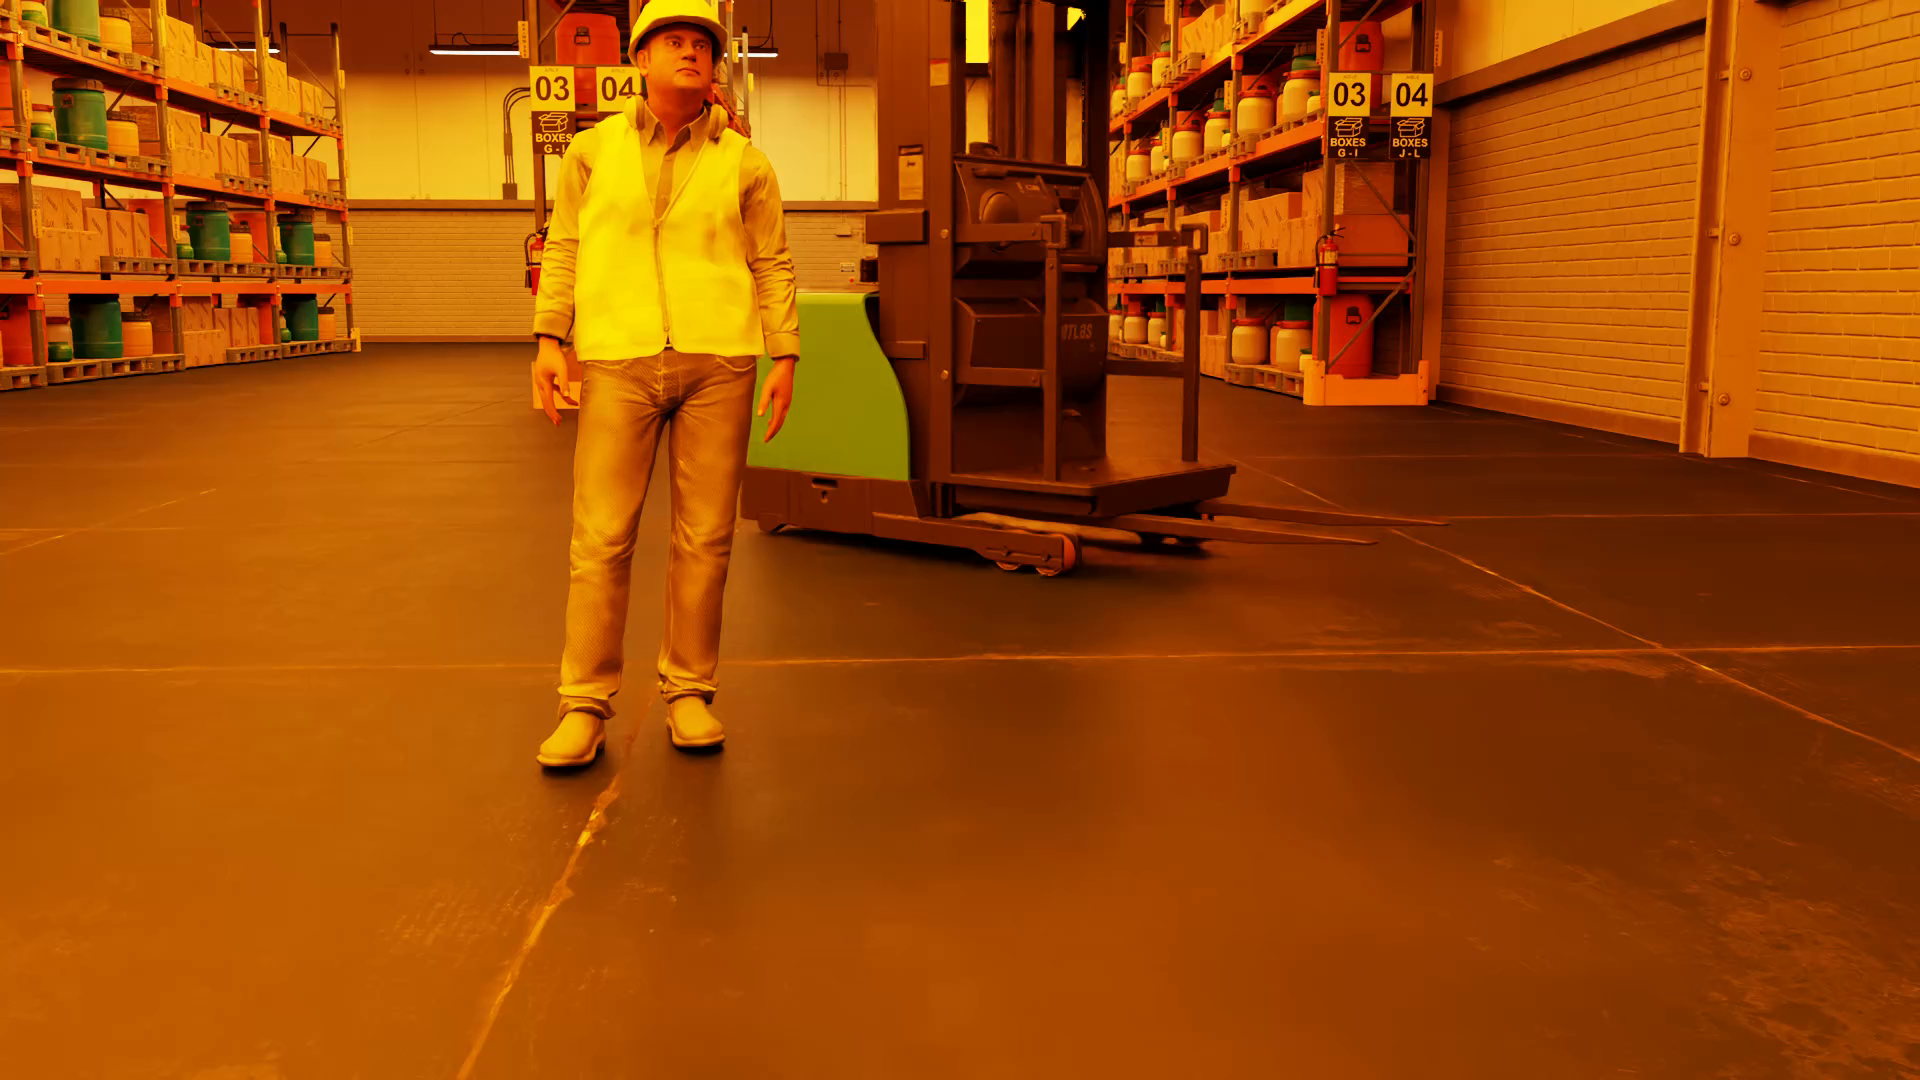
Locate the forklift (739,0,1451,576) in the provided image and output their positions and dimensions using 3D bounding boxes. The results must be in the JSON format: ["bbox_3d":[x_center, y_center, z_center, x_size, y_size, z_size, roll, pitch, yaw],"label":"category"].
[{"bbox_3d":[0.462,-1.398,6.744,3.031,2.935,1.130,7,11,39],"label":"forklift"}]

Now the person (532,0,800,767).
[{"bbox_3d":[-0.688,-0.399,3.908,0.632,1.773,0.569,-1,9,-10],"label":"person"}]
